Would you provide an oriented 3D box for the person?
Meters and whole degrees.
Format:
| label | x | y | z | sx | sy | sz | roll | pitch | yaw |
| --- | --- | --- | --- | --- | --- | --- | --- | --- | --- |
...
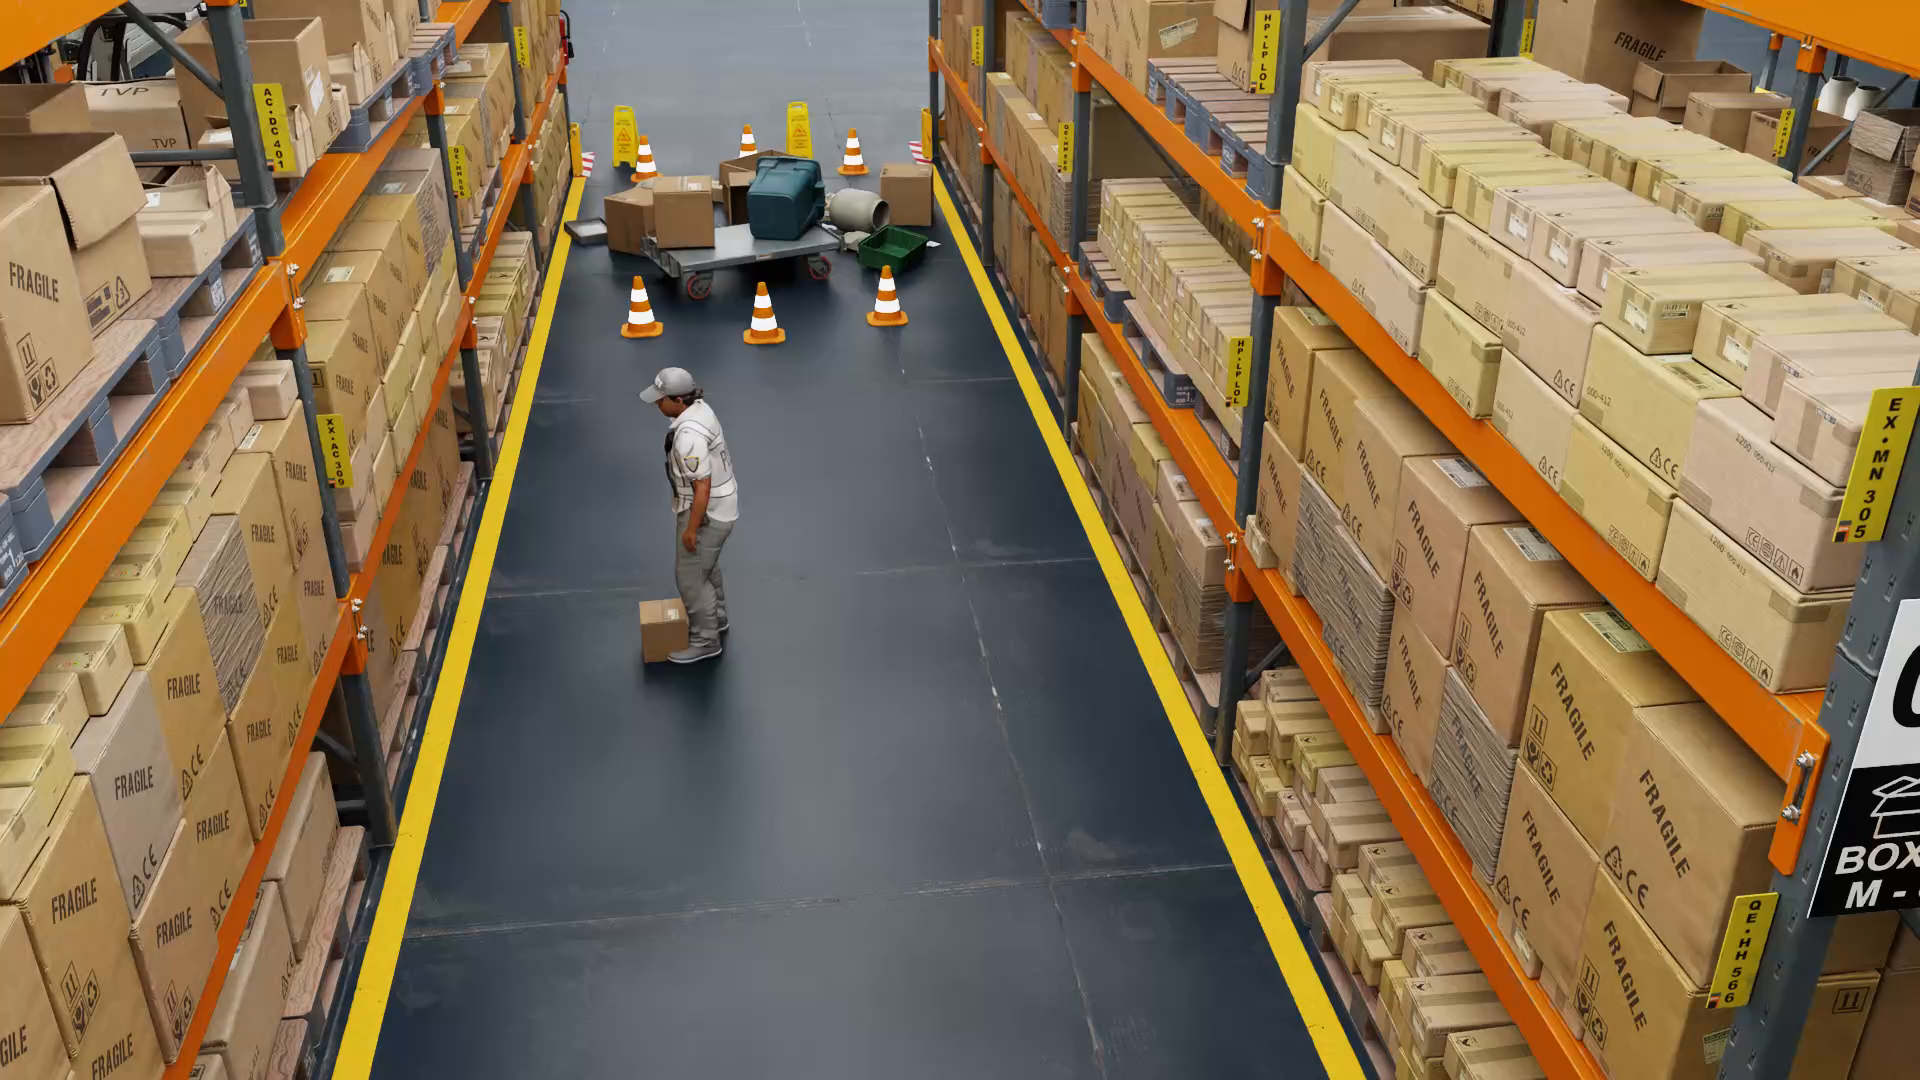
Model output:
| label | x | y | z | sx | sy | sz | roll | pitch | yaw |
| --- | --- | --- | --- | --- | --- | --- | --- | --- | --- |
| person | -1.417 | -0.151 | 8.904 | 0.465 | 1.666 | 0.538 | -3 | 28 | -7 |
